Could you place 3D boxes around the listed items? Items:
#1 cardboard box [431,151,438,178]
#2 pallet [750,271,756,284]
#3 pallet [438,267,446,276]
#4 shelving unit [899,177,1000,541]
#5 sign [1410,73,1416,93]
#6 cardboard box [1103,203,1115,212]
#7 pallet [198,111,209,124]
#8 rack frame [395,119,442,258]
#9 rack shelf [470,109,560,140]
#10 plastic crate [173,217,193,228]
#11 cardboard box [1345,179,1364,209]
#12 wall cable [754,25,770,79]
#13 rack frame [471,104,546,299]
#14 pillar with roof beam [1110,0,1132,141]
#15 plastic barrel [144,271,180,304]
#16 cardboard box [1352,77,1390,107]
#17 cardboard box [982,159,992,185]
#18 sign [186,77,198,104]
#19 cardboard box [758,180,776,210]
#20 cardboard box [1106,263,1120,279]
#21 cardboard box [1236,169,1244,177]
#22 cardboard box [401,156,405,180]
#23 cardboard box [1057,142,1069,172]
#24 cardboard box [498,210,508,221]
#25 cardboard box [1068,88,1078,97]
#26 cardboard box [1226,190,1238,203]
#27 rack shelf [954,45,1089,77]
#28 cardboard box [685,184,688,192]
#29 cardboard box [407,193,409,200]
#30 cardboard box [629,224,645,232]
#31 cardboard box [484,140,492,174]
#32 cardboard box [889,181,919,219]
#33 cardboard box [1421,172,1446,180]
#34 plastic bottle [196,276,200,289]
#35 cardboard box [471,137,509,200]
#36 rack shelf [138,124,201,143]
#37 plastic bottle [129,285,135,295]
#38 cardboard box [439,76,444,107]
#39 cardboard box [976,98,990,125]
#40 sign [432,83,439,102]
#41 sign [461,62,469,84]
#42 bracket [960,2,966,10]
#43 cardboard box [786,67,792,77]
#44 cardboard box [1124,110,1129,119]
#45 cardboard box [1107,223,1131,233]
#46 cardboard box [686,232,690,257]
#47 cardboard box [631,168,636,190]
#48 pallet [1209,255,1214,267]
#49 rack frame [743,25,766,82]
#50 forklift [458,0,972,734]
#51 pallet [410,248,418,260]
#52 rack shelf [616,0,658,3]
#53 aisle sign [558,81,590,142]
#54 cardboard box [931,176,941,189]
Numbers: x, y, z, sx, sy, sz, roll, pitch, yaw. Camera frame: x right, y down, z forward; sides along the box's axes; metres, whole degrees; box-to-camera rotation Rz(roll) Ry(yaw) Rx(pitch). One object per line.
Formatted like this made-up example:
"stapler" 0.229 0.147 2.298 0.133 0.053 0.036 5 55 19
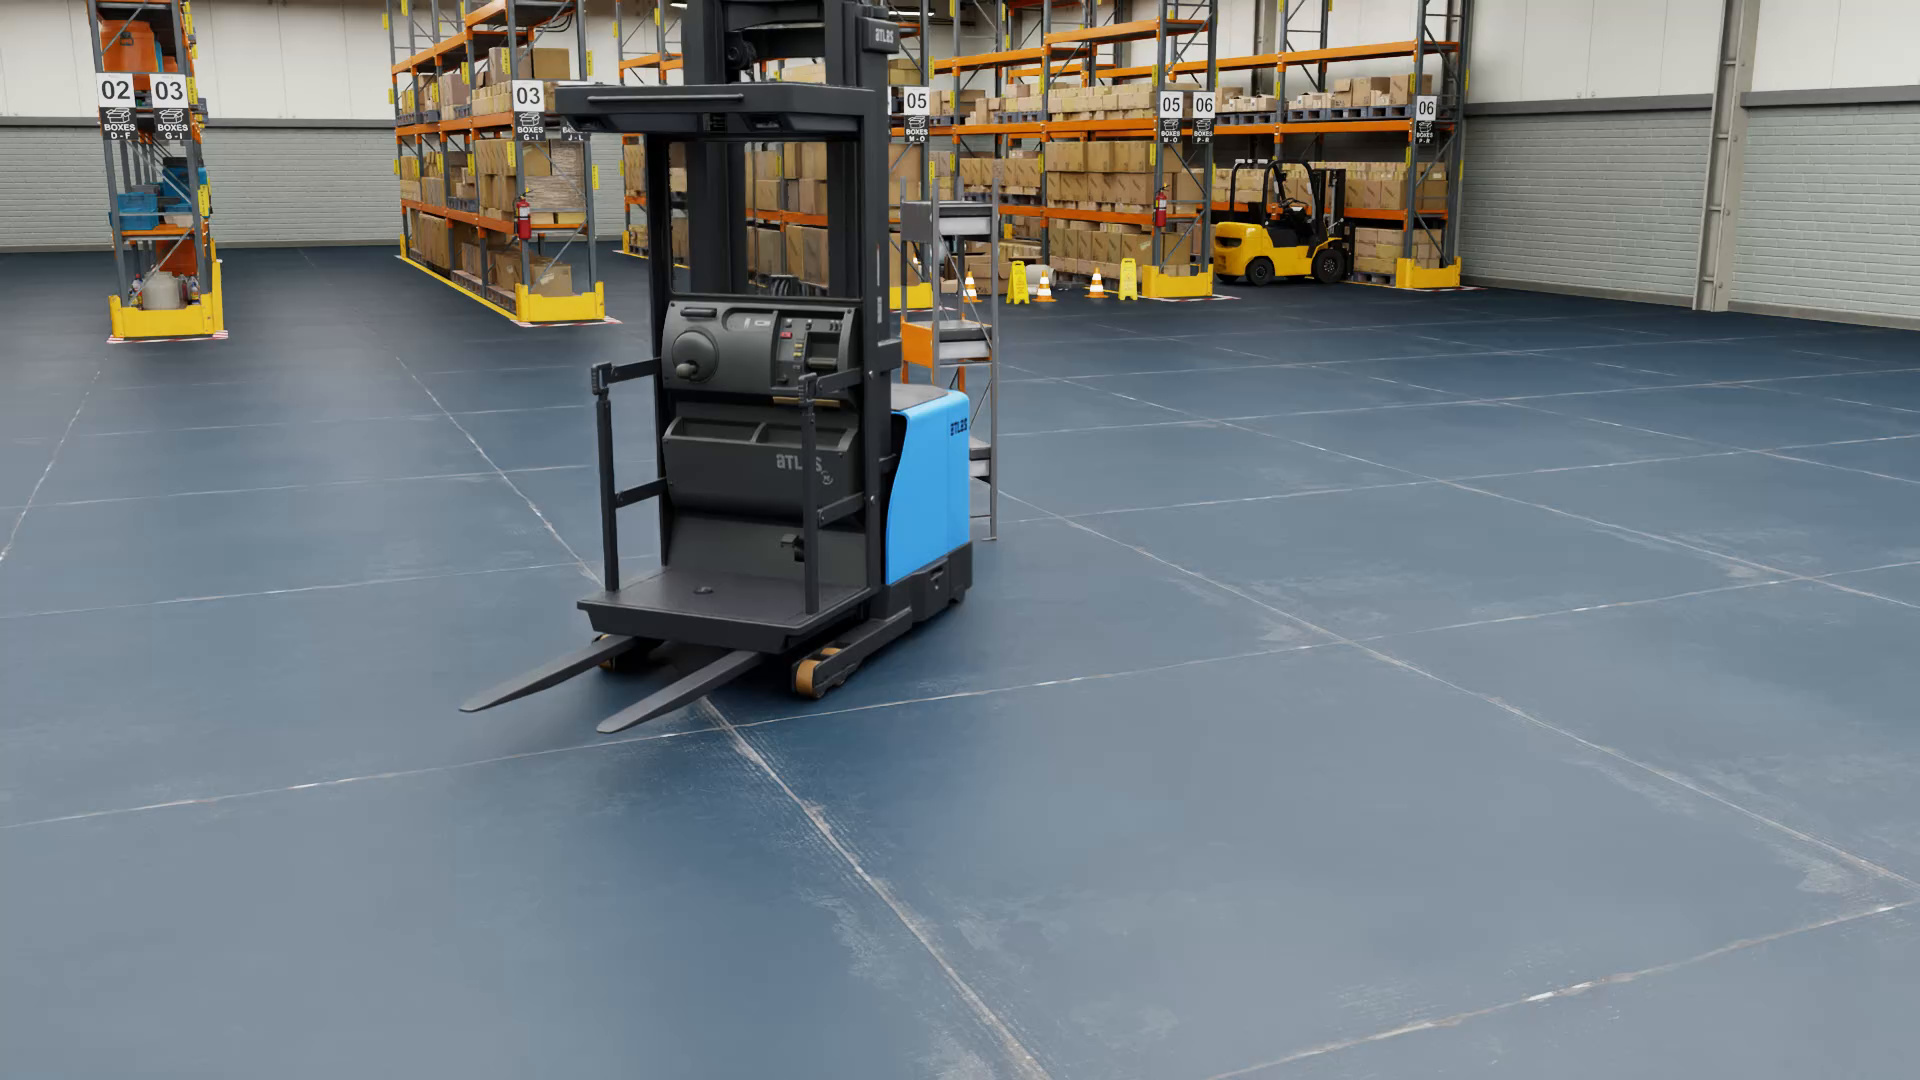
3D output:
"cardboard box" -9.800 -7.261 32.144 0.797 0.503 0.637 -5 14 -22
"pallet" -3.408 -4.819 30.221 1.003 0.211 1.213 -6 14 -23
"pallet" -9.457 -5.234 32.017 1.003 0.211 1.213 -6 14 -23
"shelving unit" -0.066 -1.057 9.781 0.431 2.100 0.503 -6 14 -23
"sign" 7.604 -7.671 27.920 0.100 0.325 0.005 -6 14 -23
"cardboard box" 2.638 -5.607 28.001 0.380 0.149 0.250 -6 14 -24
"pallet" -14.462 -7.767 30.541 1.213 0.211 1.003 -6 14 -23
"rack frame" -11.930 -7.824 37.023 1.000 3.000 0.127 -6 14 -23
"rack shelf" -6.322 -6.043 24.269 1.077 0.370 4.000 -6 14 -23
"plastic crate" -10.122 -4.157 21.762 0.298 0.136 0.250 -6 14 -23
"cardboard box" 7.264 -6.203 29.798 0.500 0.500 0.500 -6 14 -24
"wall cable" -5.386 -12.792 45.182 0.463 3.000 0.029 -6 14 -23
"rack frame" -7.123 -5.345 26.311 1.000 3.000 0.127 -6 14 -23
"pillar with roof beam" -0.098 -11.101 37.877 9.100 9.000 0.400 -6 14 -23
"plastic barrel" -10.593 -3.296 22.046 0.421 0.512 0.421 0 13 0
"cardboard box" 7.387 -7.916 29.394 0.700 0.500 0.500 -6 14 -23
"cardboard box" 0.757 -7.135 32.231 0.500 0.500 0.500 -5 14 -22
"sign" -9.553 -5.586 20.679 0.100 0.325 0.005 -6 14 -23
"cardboard box" -3.194 -6.009 28.958 0.500 0.500 0.500 -6 14 -24
"cardboard box" 2.789 -4.529 27.953 0.500 0.250 0.500 -6 14 -23
"cardboard box" 5.720 -7.314 33.157 0.380 0.149 0.250 -6 14 -24
"cardboard box" -11.784 -8.034 35.942 0.500 0.500 0.500 -6 14 -24
"cardboard box" 2.120 -6.703 29.079 0.700 0.500 0.500 -6 14 -23
"cardboard box" -6.521 -4.737 24.241 0.380 0.149 0.250 -6 14 -23
"cardboard box" 2.094 -7.710 28.665 0.380 0.149 0.250 -6 14 -23
"cardboard box" 5.685 -6.905 33.386 0.500 0.250 0.500 -6 14 -23
"rack shelf" 1.156 -9.031 31.414 1.077 0.370 4.000 -6 14 -23
"cardboard box" -5.268 -7.007 33.116 0.380 0.149 0.250 -5 14 -21
"cardboard box" -11.572 -7.333 35.459 0.380 0.149 0.250 -6 14 -24
"cardboard box" -7.446 -7.218 38.475 0.380 0.149 0.250 -6 14 -26
"cardboard box" -6.774 -5.703 24.760 0.500 0.500 0.500 -6 14 -23
"cardboard box" -1.125 -5.091 24.883 0.875 0.550 0.550 -6 14 -23
"cardboard box" 8.208 -6.321 28.868 0.380 0.149 0.250 -6 14 -24
"plastic bottle" -11.166 -3.719 24.334 0.061 0.283 0.133 -5 14 -20
"cardboard box" -7.313 -6.019 26.960 1.000 1.000 1.000 -6 14 -23
"rack shelf" -14.064 -7.248 29.477 1.077 0.370 4.000 -6 14 -23
"plastic bottle" -11.259 -3.324 22.630 0.061 0.283 0.133 -5 14 -22
"cardboard box" -8.772 -7.805 28.956 0.500 0.500 0.500 -5 14 -22
"cardboard box" 0.726 -8.380 32.550 0.700 0.500 0.500 -6 14 -23
"sign" -9.237 -7.875 29.267 0.100 0.325 0.005 -6 14 -23
"sign" -7.630 -7.199 25.651 0.100 0.325 0.005 -6 14 -23
"bracket" 0.002 -15.026 46.855 0.235 0.232 0.430 -6 14 -23
"cardboard box" -2.600 -7.594 27.013 0.380 0.149 0.250 -6 14 -23
"cardboard box" 2.915 -6.966 27.219 0.380 0.149 0.250 -6 14 -23
"cardboard box" 2.694 -5.224 27.854 0.380 0.149 0.250 -5 14 -22
"cardboard box" -5.253 -6.019 33.835 0.500 0.500 0.500 -5 14 -22
"cardboard box" -7.180 -8.219 37.848 0.500 0.500 0.500 -6 14 -23
"pallet" 5.681 -5.732 34.167 1.003 0.211 1.213 -6 14 -23
"rack frame" -4.140 -9.521 31.051 1.000 3.000 0.127 -6 14 -23
"forklift" -0.972 -0.869 7.123 1.130 2.935 3.031 5 14 22
"pallet" -11.538 -6.307 36.654 1.003 0.211 1.213 -6 14 -23
"rack shelf" -6.543 -12.029 36.113 1.077 0.370 4.000 -6 14 -23
"aisle sign" -5.221 -5.799 22.509 0.394 0.787 0.004 -6 14 -23
"cardboard box" -0.280 -7.420 34.499 0.500 0.250 0.500 -6 14 -24
